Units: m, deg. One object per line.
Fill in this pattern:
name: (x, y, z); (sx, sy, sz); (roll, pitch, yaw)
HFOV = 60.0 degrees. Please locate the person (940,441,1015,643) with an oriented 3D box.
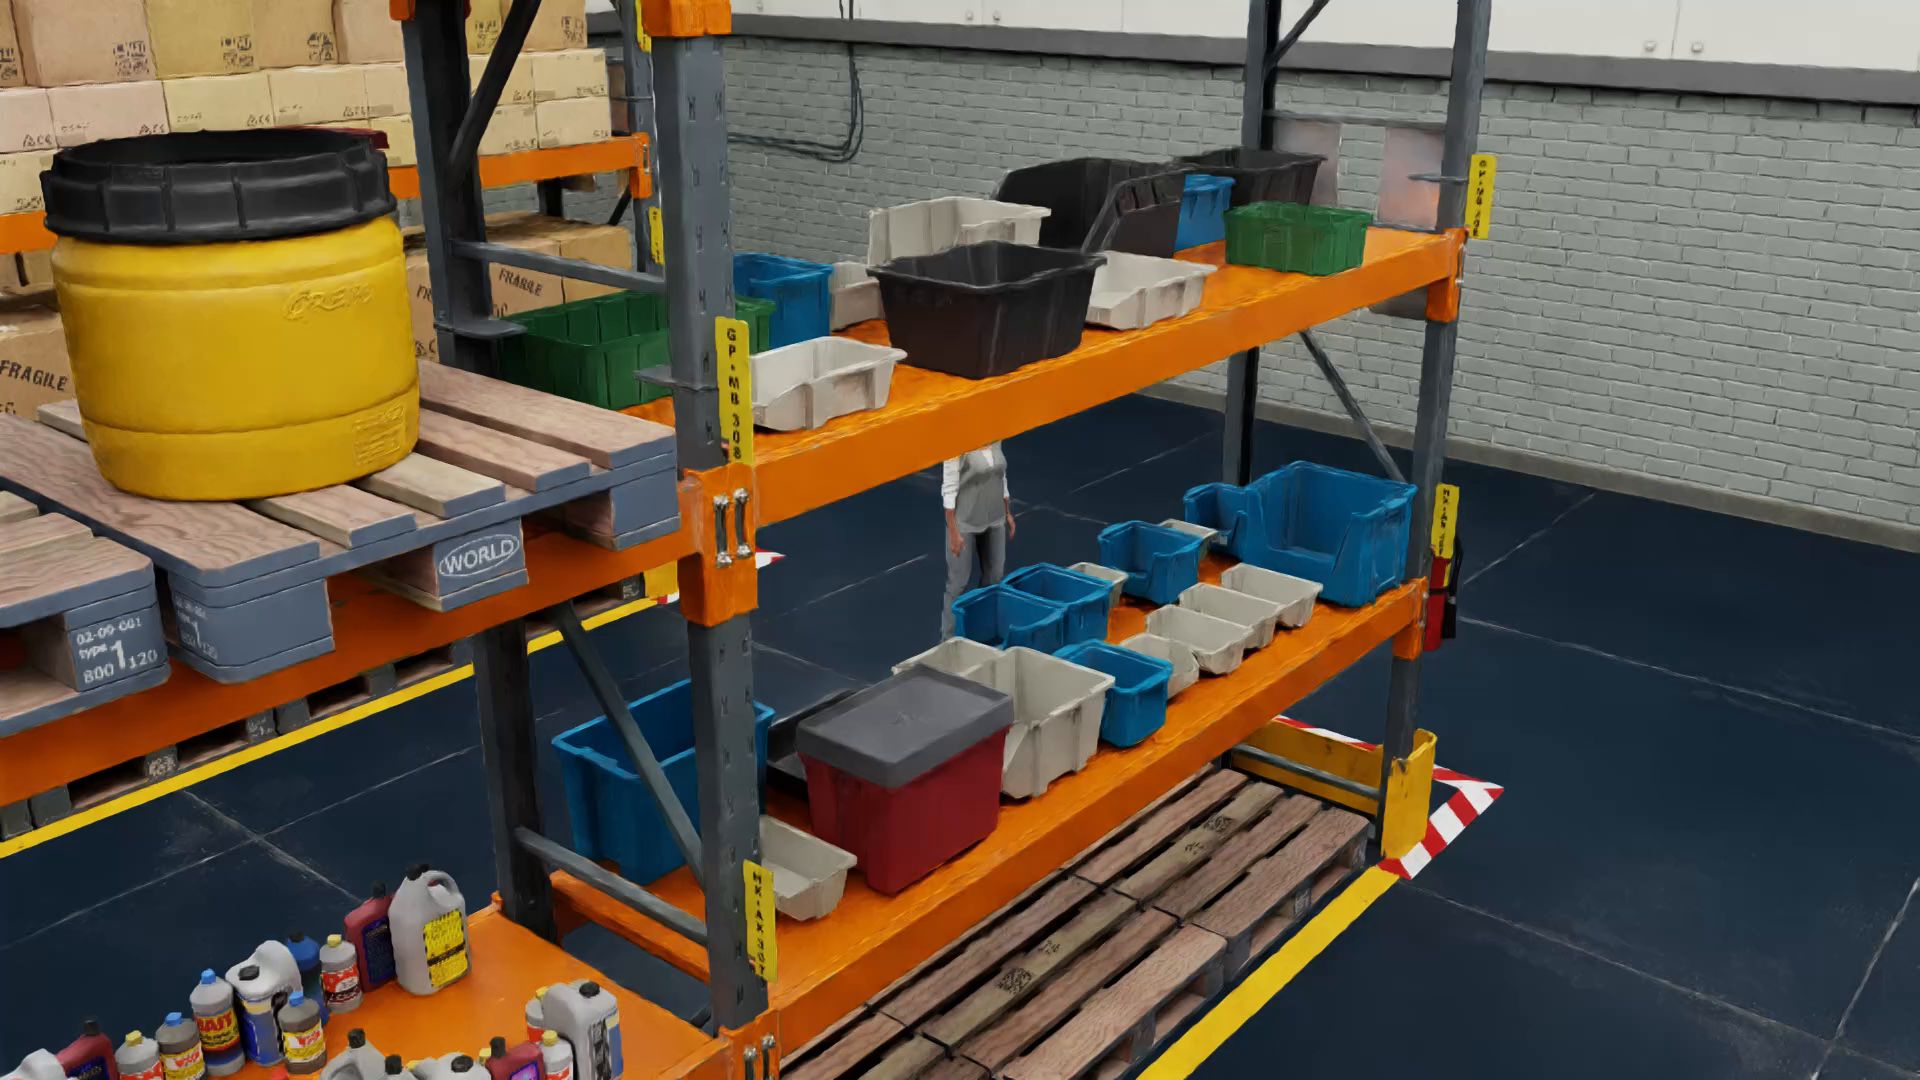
person: (0.088, -0.076, 9.228); (0.499, 1.598, 0.378); (-15, 25, -34)
